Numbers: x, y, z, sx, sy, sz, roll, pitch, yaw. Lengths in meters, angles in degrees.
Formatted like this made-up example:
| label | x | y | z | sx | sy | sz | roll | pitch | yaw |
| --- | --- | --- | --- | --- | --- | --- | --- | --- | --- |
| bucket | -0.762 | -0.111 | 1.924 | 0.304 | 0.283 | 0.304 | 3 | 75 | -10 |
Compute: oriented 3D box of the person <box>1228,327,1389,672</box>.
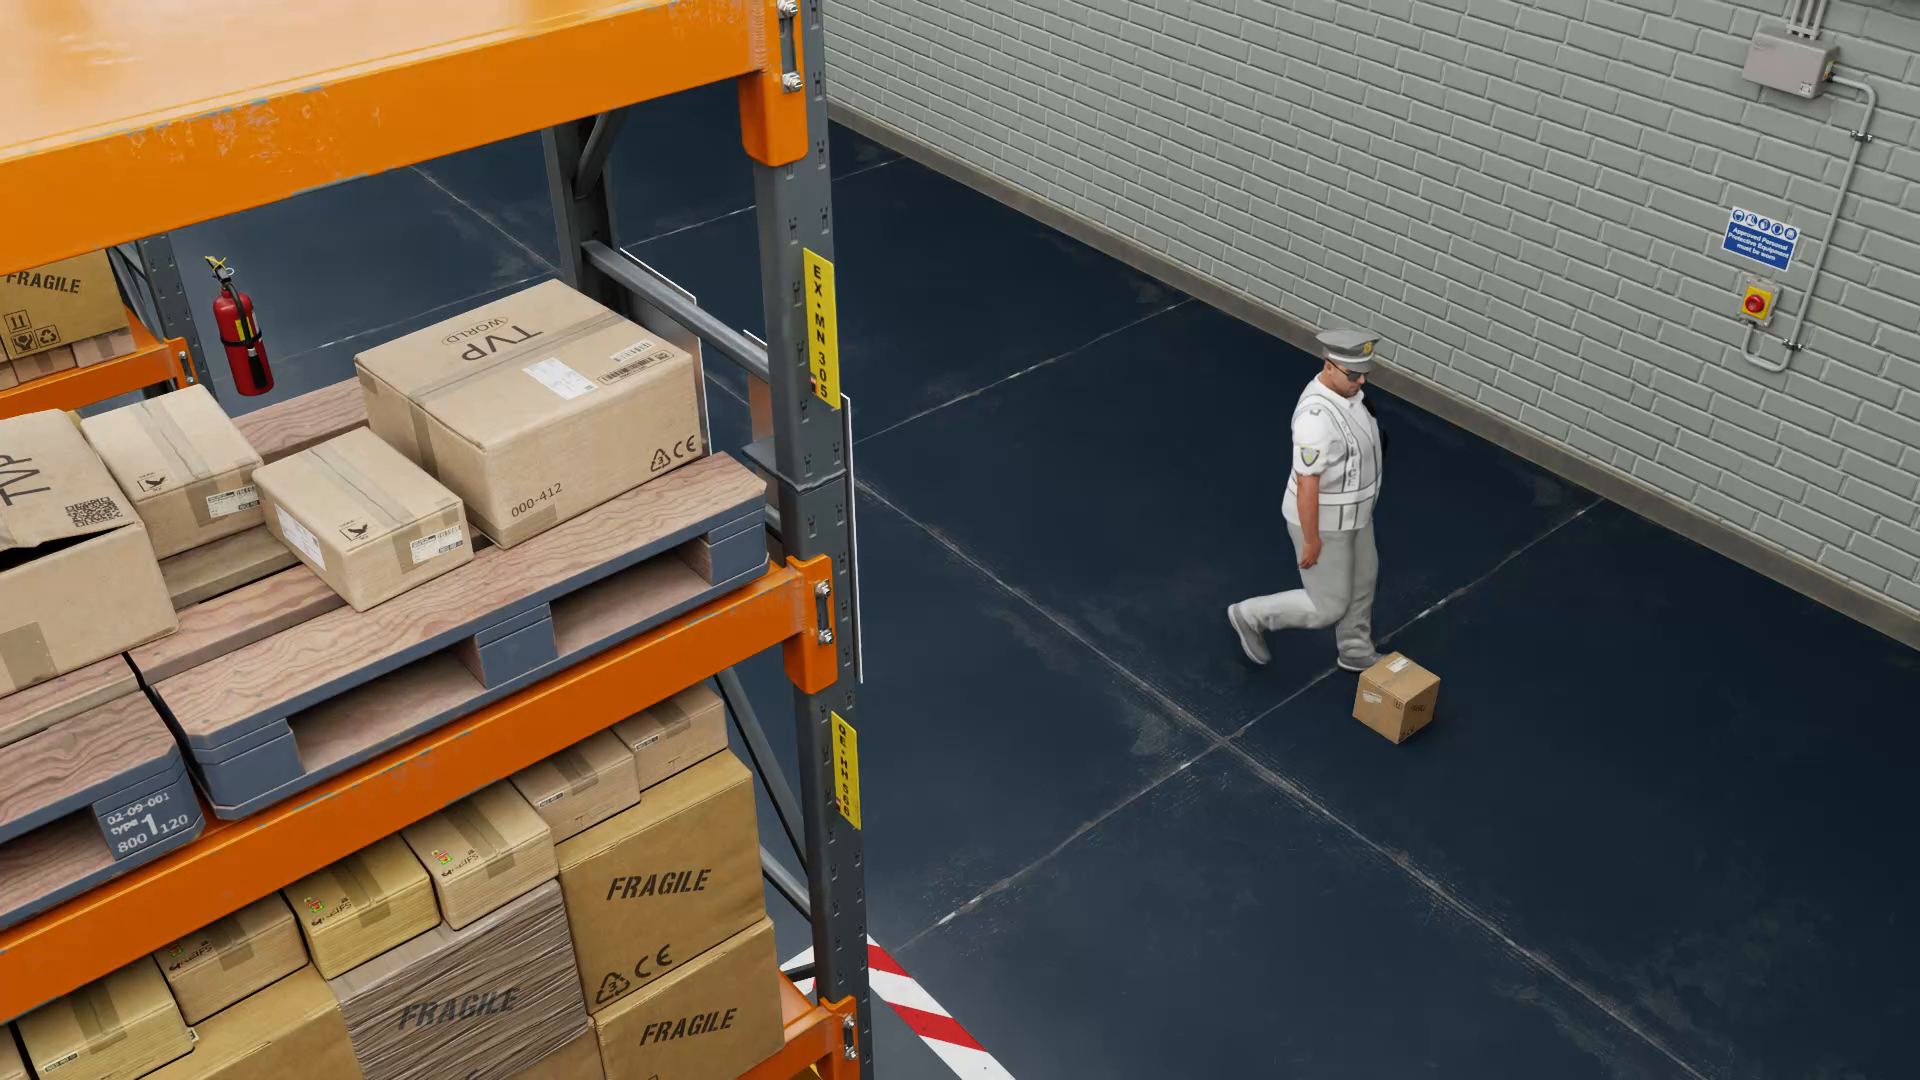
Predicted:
| label | x | y | z | sx | sy | sz | roll | pitch | yaw |
| --- | --- | --- | --- | --- | --- | --- | --- | --- | --- |
| person | 1.661 | -0.119 | 7.245 | 0.807 | 1.723 | 0.567 | 18 | 40 | 24 |
